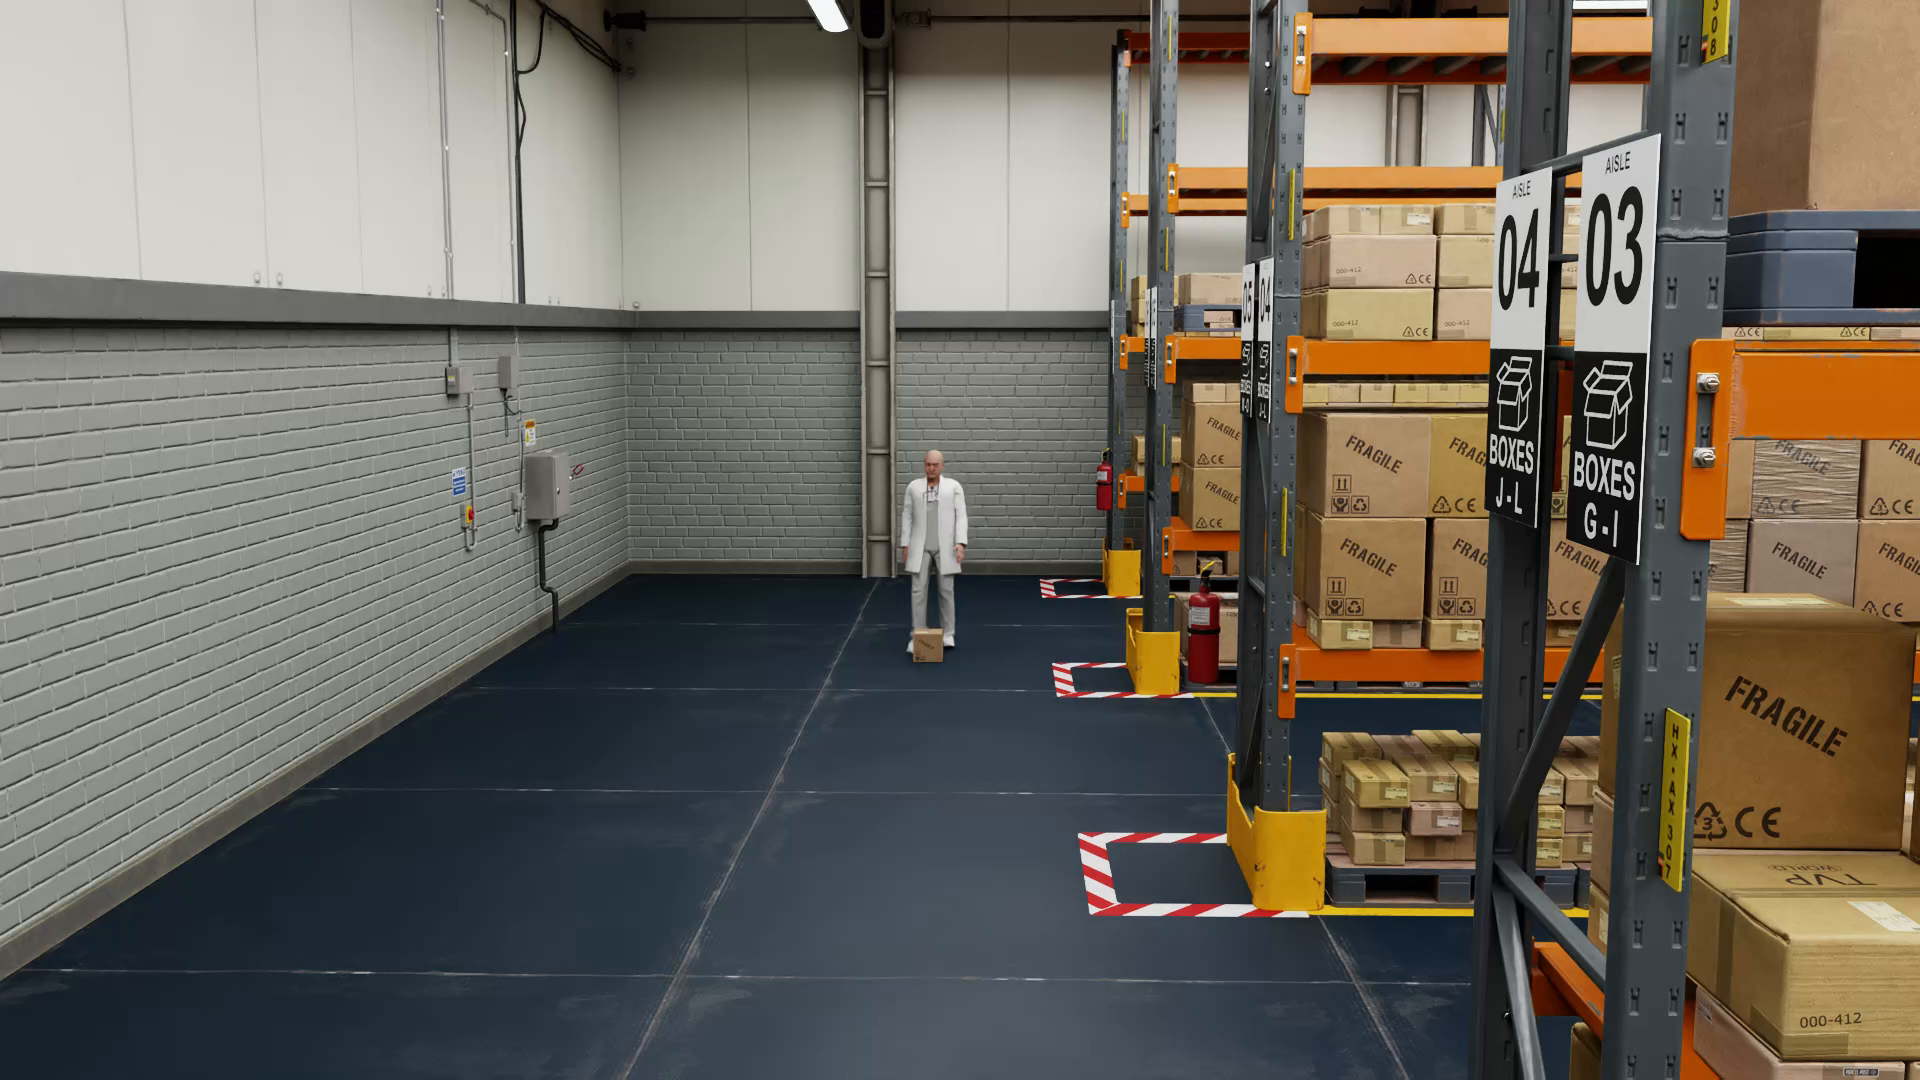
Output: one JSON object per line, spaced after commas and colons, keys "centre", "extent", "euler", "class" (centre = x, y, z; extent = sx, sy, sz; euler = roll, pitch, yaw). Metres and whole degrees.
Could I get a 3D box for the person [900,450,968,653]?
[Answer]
{"centre": [-0.243, 0.096, 14.952], "extent": [0.629, 1.791, 0.540], "euler": [1, 7, 5], "class": "person"}
